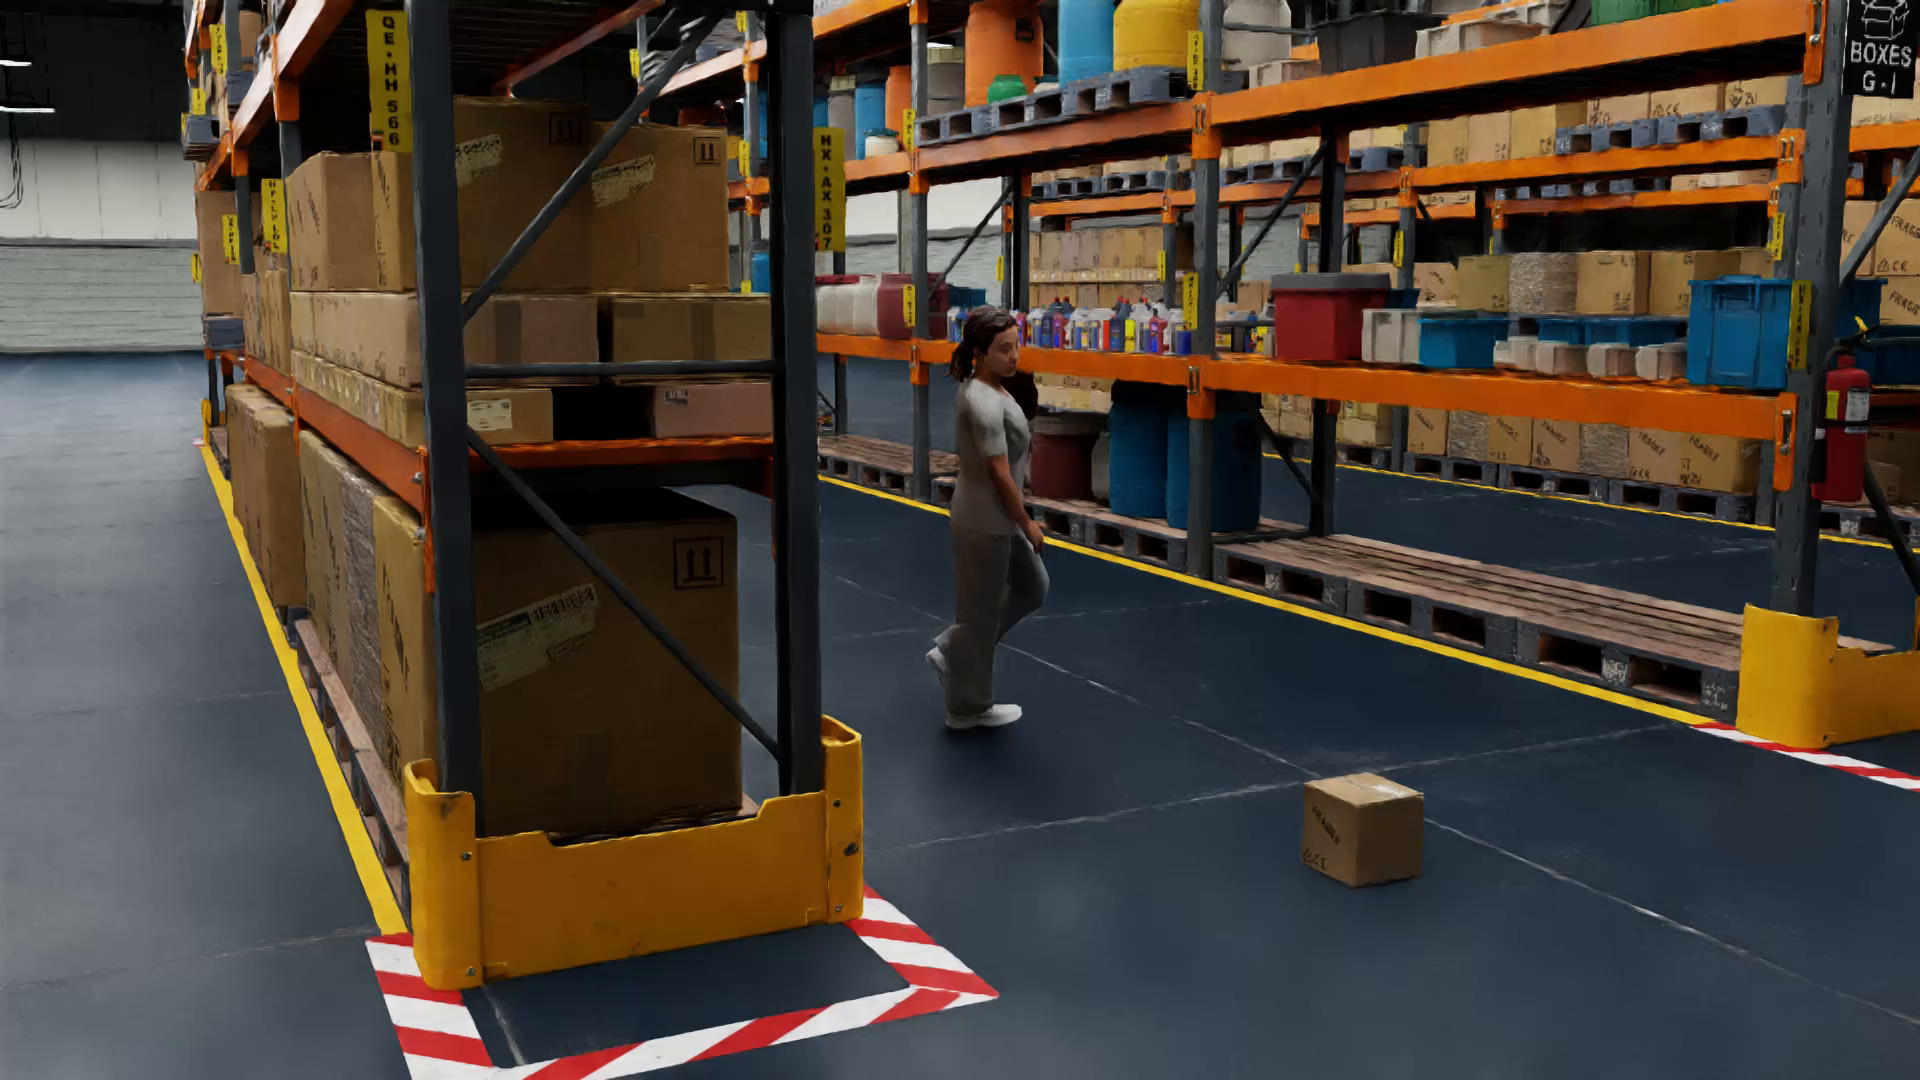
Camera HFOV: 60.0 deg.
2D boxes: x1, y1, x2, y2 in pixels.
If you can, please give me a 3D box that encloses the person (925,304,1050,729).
[{"bbox_3d":[0.113,-0.064,6.265,0.482,1.634,0.643,0,9,-3],"label":"person"}]
